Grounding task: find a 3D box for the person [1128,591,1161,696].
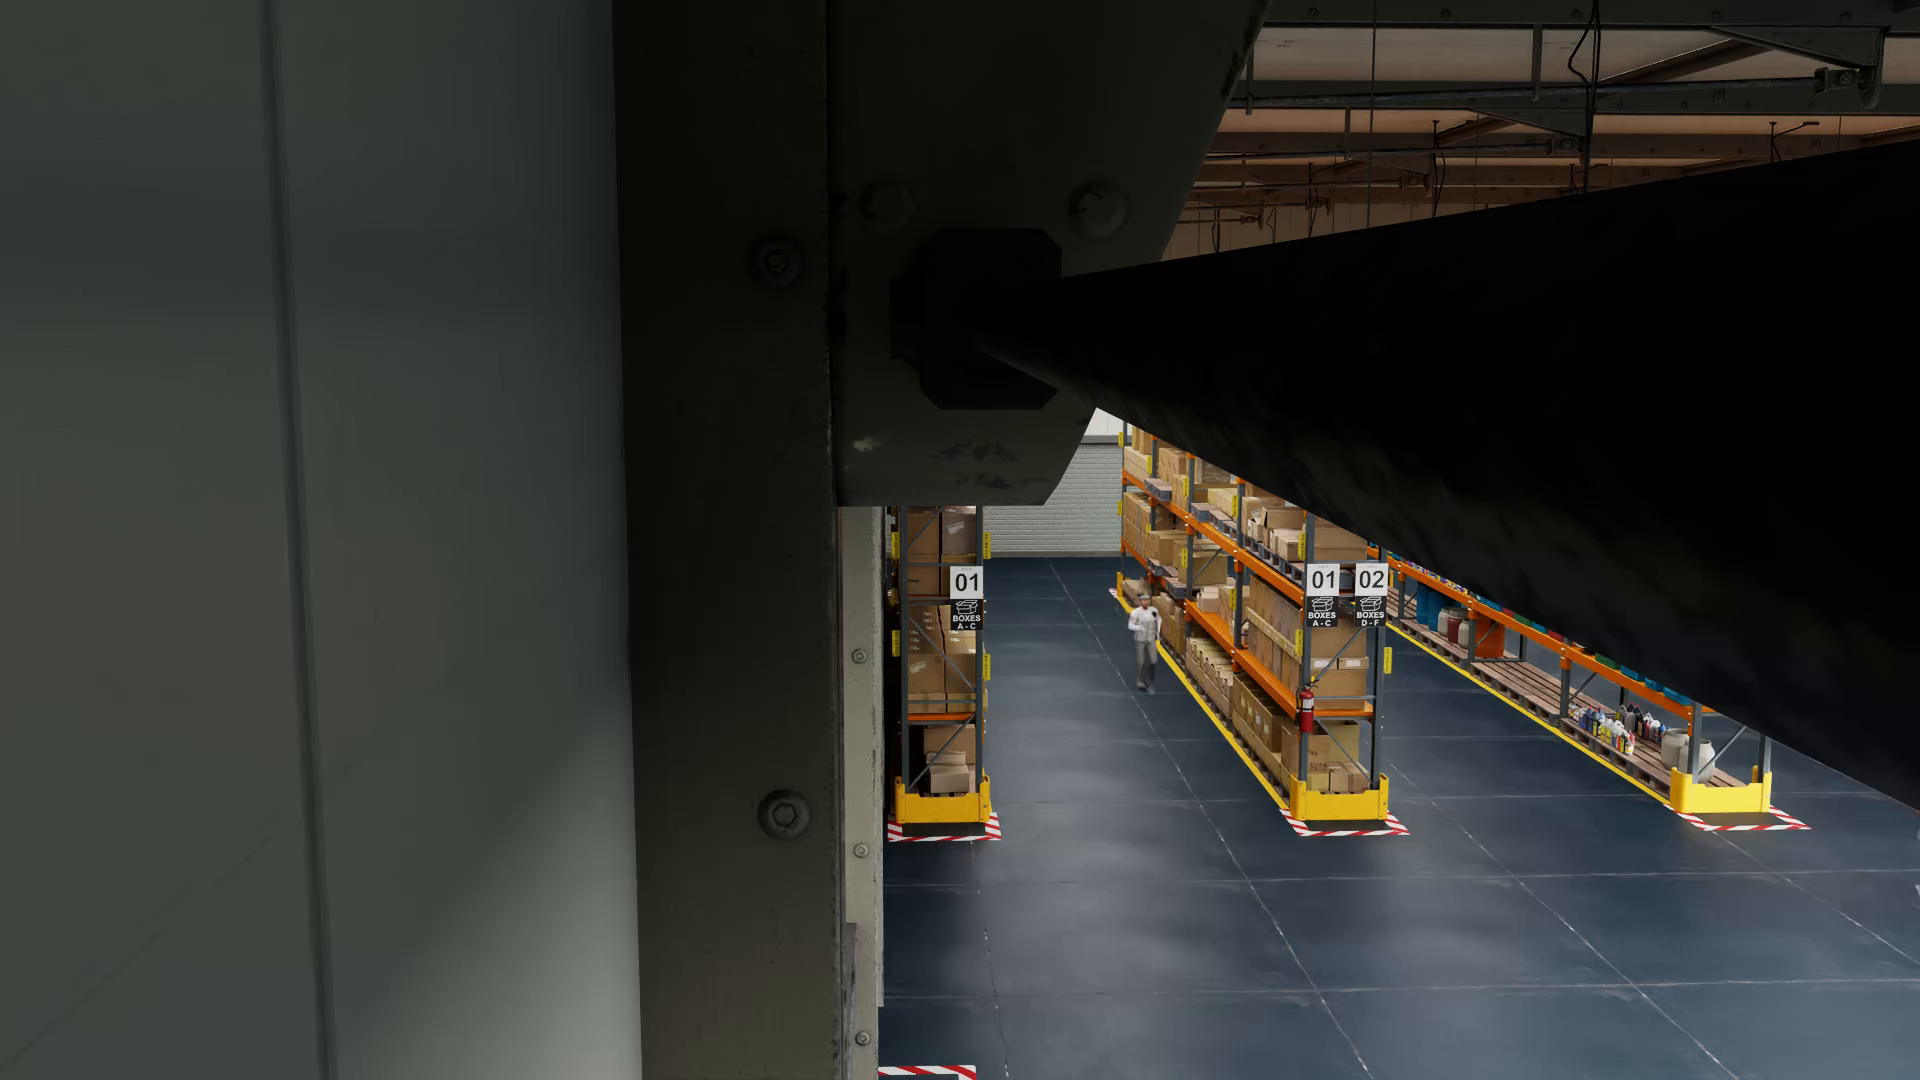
[{"bbox_3d":[3.041,1.683,27.262,0.589,1.740,0.726,-1,8,-4],"label":"person"}]
